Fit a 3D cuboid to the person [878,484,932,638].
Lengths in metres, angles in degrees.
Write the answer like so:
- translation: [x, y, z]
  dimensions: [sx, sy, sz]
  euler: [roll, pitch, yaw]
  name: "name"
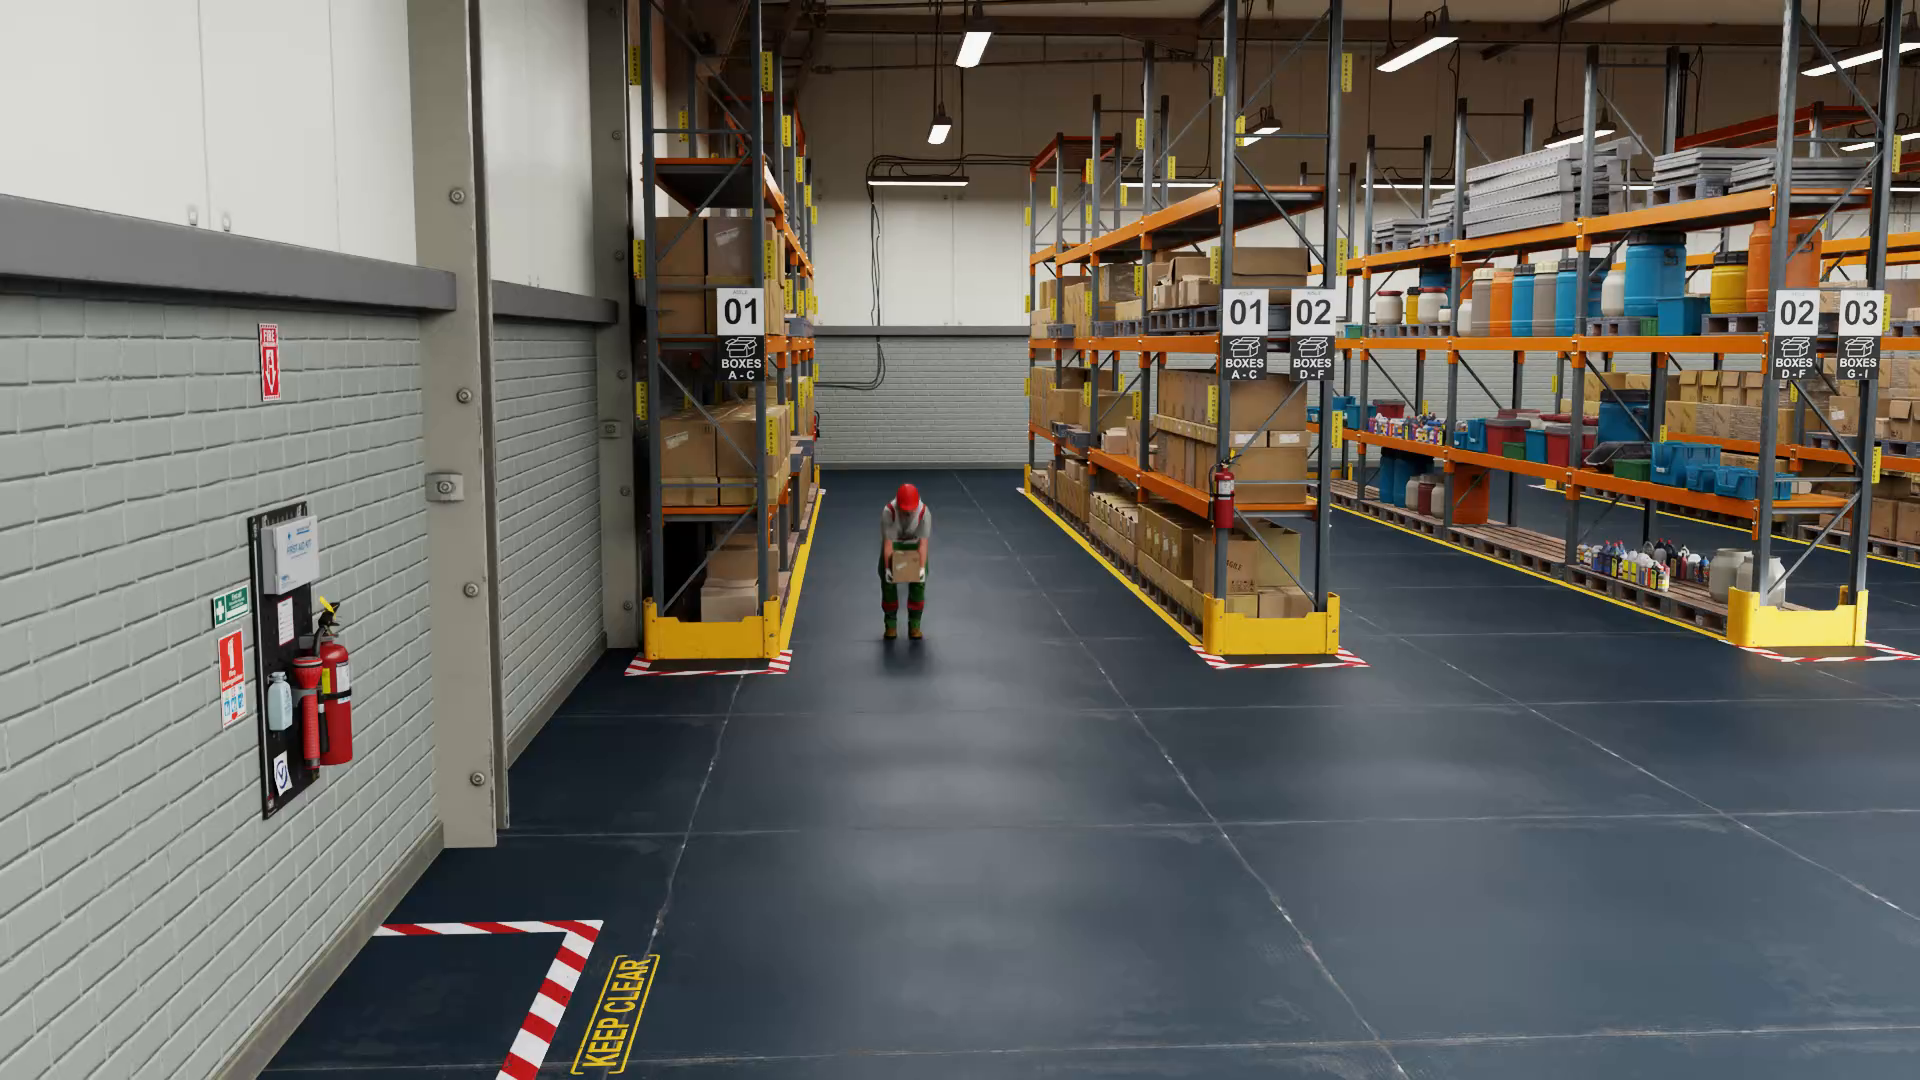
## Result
- translation: [-0.508, 0.193, 15.354]
  dimensions: [0.484, 1.470, 0.858]
  euler: [-1, 7, -5]
  name: "person"
